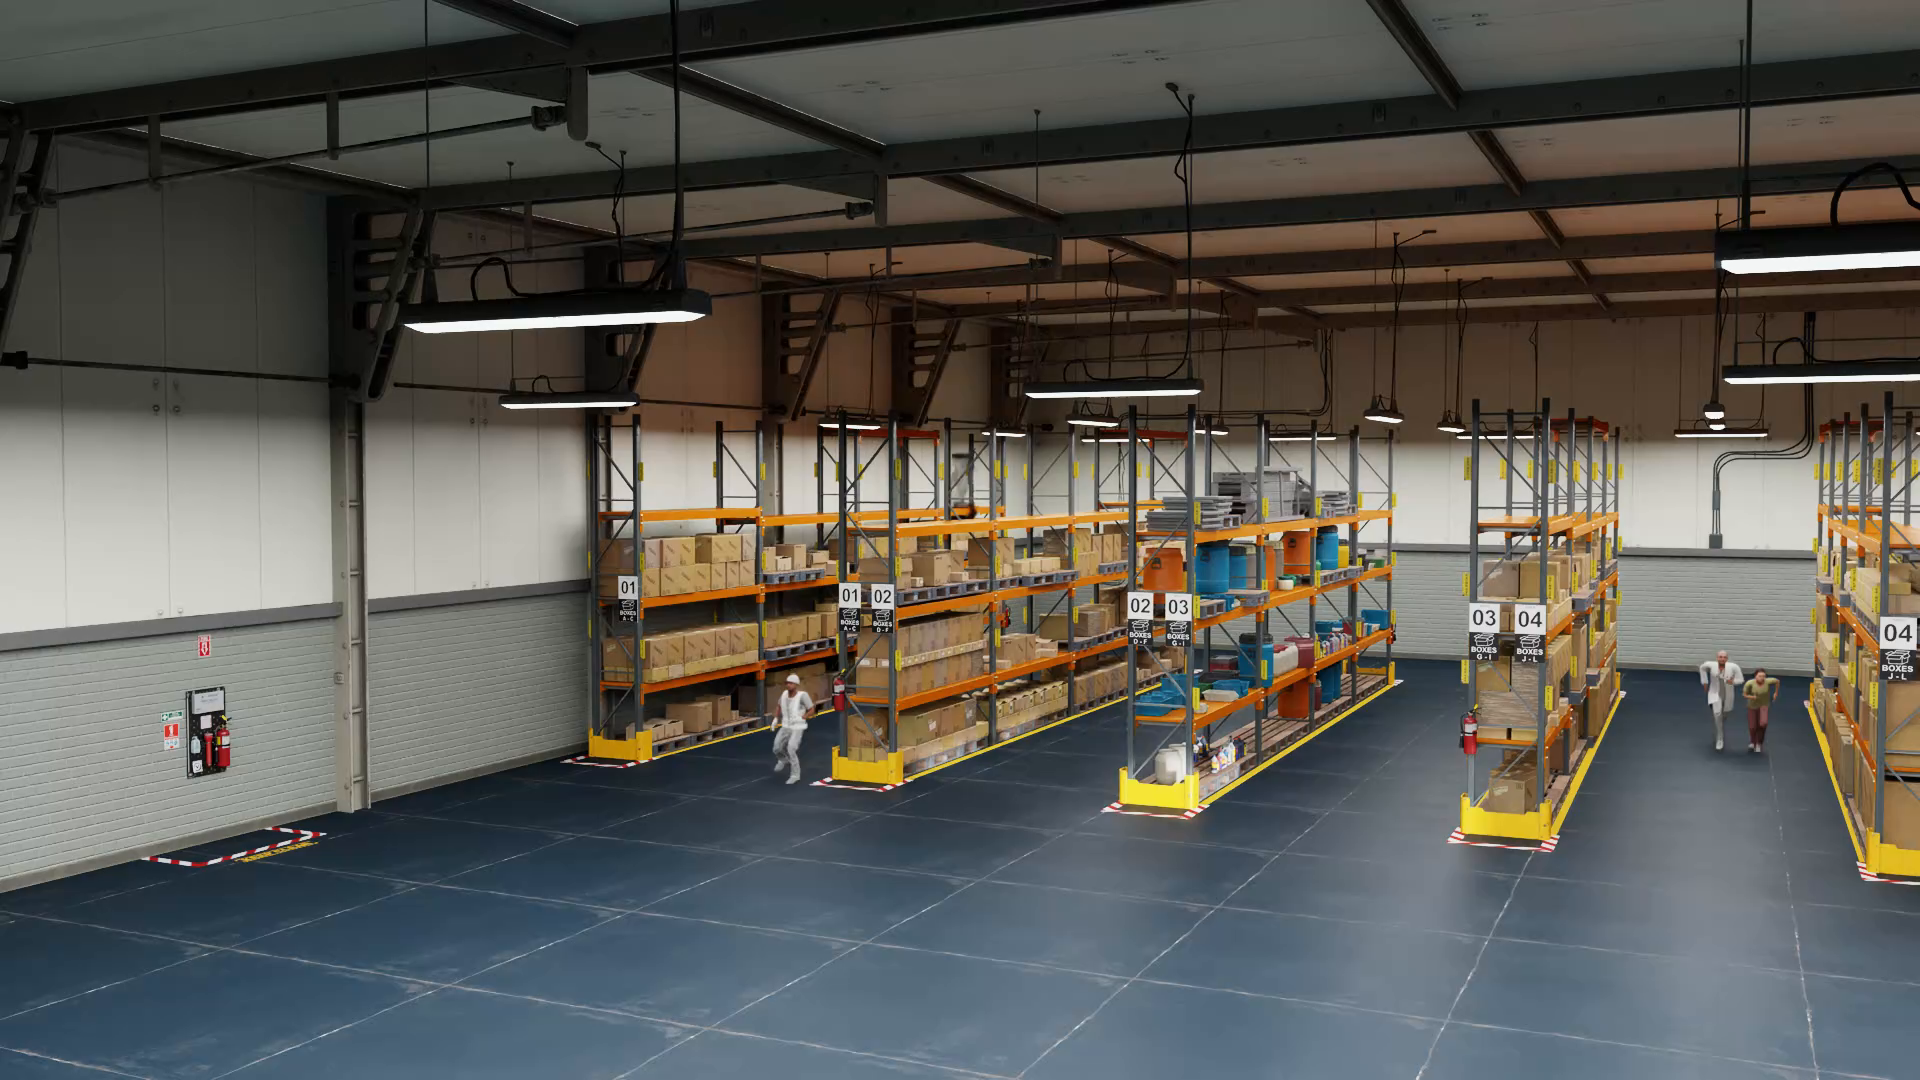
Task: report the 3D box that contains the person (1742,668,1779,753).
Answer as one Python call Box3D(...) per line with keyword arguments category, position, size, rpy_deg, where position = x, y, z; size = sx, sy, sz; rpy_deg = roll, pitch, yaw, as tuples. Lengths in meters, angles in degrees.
Box3D(category="person", position=(14.238, 3.024, 29.598), size=(0.612, 1.519, 0.912), rpy_deg=(1, 2, 20))

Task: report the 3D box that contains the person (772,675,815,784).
Box3D(category="person", position=(-2.708, 3.049, 26.929), size=(0.847, 1.761, 0.606), rpy_deg=(1, 3, 25))

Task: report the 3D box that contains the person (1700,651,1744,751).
Box3D(category="person", position=(13.867, 2.891, 30.312), size=(0.702, 1.801, 1.054), rpy_deg=(1, 2, 16))
